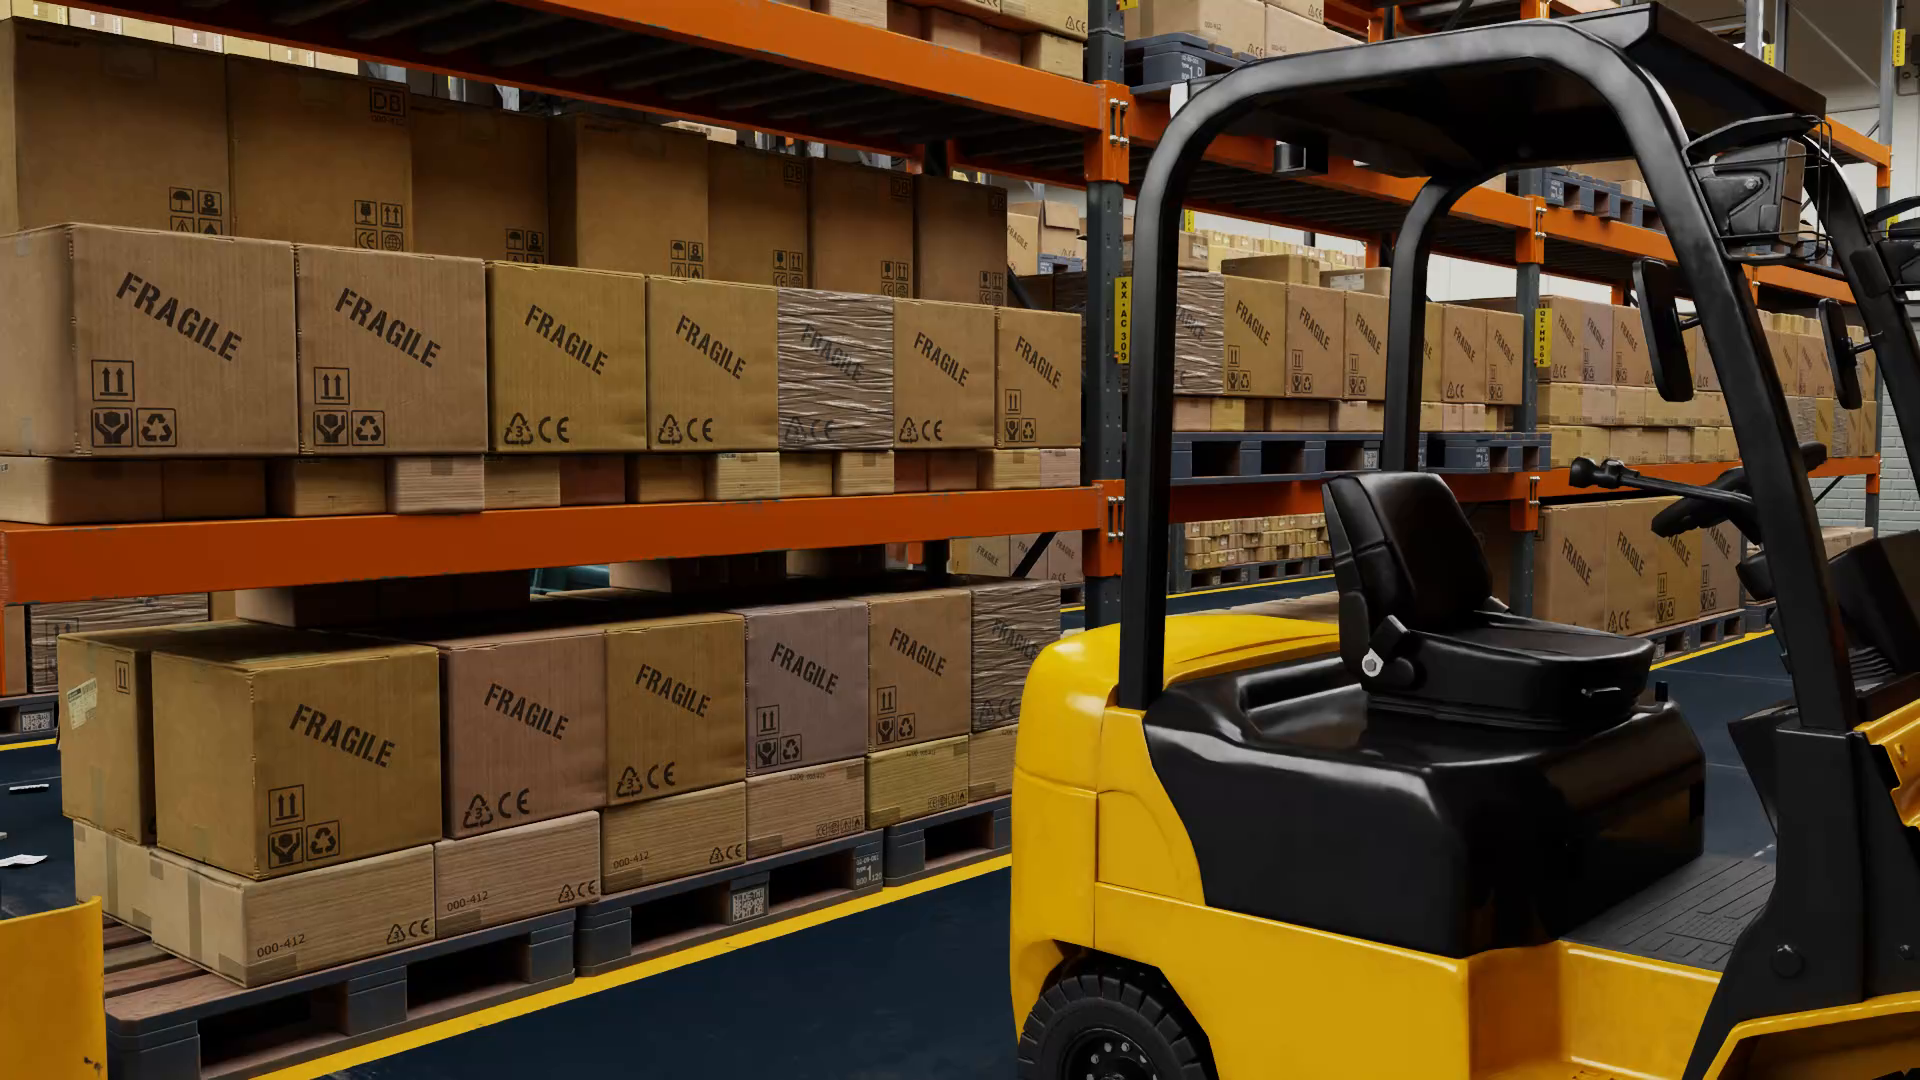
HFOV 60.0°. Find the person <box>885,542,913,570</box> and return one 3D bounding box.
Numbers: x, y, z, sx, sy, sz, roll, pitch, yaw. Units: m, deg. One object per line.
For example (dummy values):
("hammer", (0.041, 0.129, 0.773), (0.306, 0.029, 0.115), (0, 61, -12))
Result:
("person", (-0.384, 0.314, 11.397), (0.491, 0.934, 0.809), (3, 5, 41))
